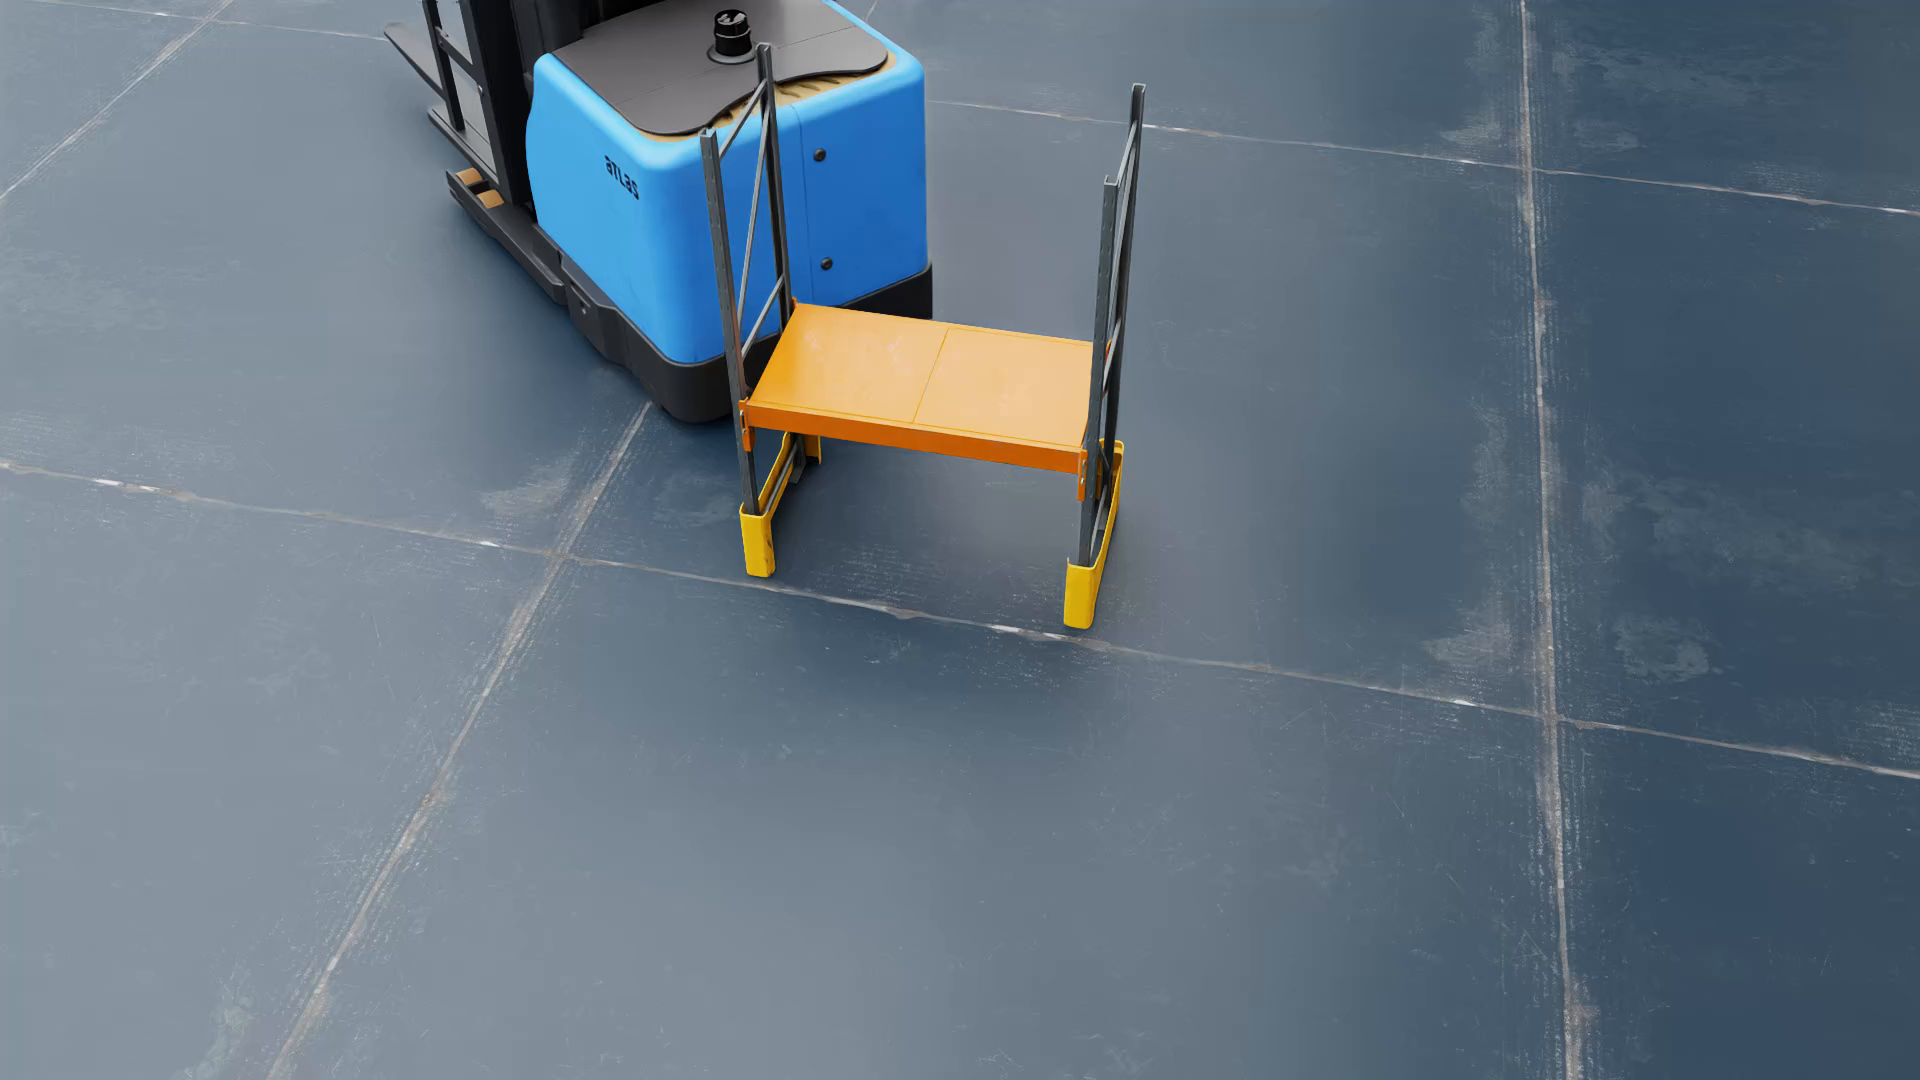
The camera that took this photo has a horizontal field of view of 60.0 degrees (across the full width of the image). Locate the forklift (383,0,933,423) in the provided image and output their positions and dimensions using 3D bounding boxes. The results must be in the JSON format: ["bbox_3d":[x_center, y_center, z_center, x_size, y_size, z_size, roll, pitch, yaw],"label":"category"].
[{"bbox_3d":[-1.366,-2.429,5.660,1.130,2.935,3.031,-27,50,-25],"label":"forklift"}]

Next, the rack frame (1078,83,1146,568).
[{"bbox_3d":[0.413,-0.476,4.663,0.032,1.500,0.500,9,45,9],"label":"rack frame"}]

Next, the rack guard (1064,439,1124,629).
[{"bbox_3d":[0.412,-0.026,5.097,0.087,0.250,0.587,9,45,9],"label":"rack guard"}]

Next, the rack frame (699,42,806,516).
[{"bbox_3d":[-0.579,-0.630,4.823,0.032,1.500,0.500,9,45,9],"label":"rack frame"}]

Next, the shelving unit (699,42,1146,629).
[{"bbox_3d":[-0.074,-0.552,4.742,1.083,1.500,0.587,9,45,9],"label":"shelving unit"}]

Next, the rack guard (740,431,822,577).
[{"bbox_3d":[-0.560,-0.177,5.254,0.087,0.250,0.587,9,45,9],"label":"rack guard"}]

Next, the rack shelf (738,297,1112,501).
[{"bbox_3d":[-0.083,-0.424,4.868,1.000,0.185,0.538,9,45,9],"label":"rack shelf"}]
